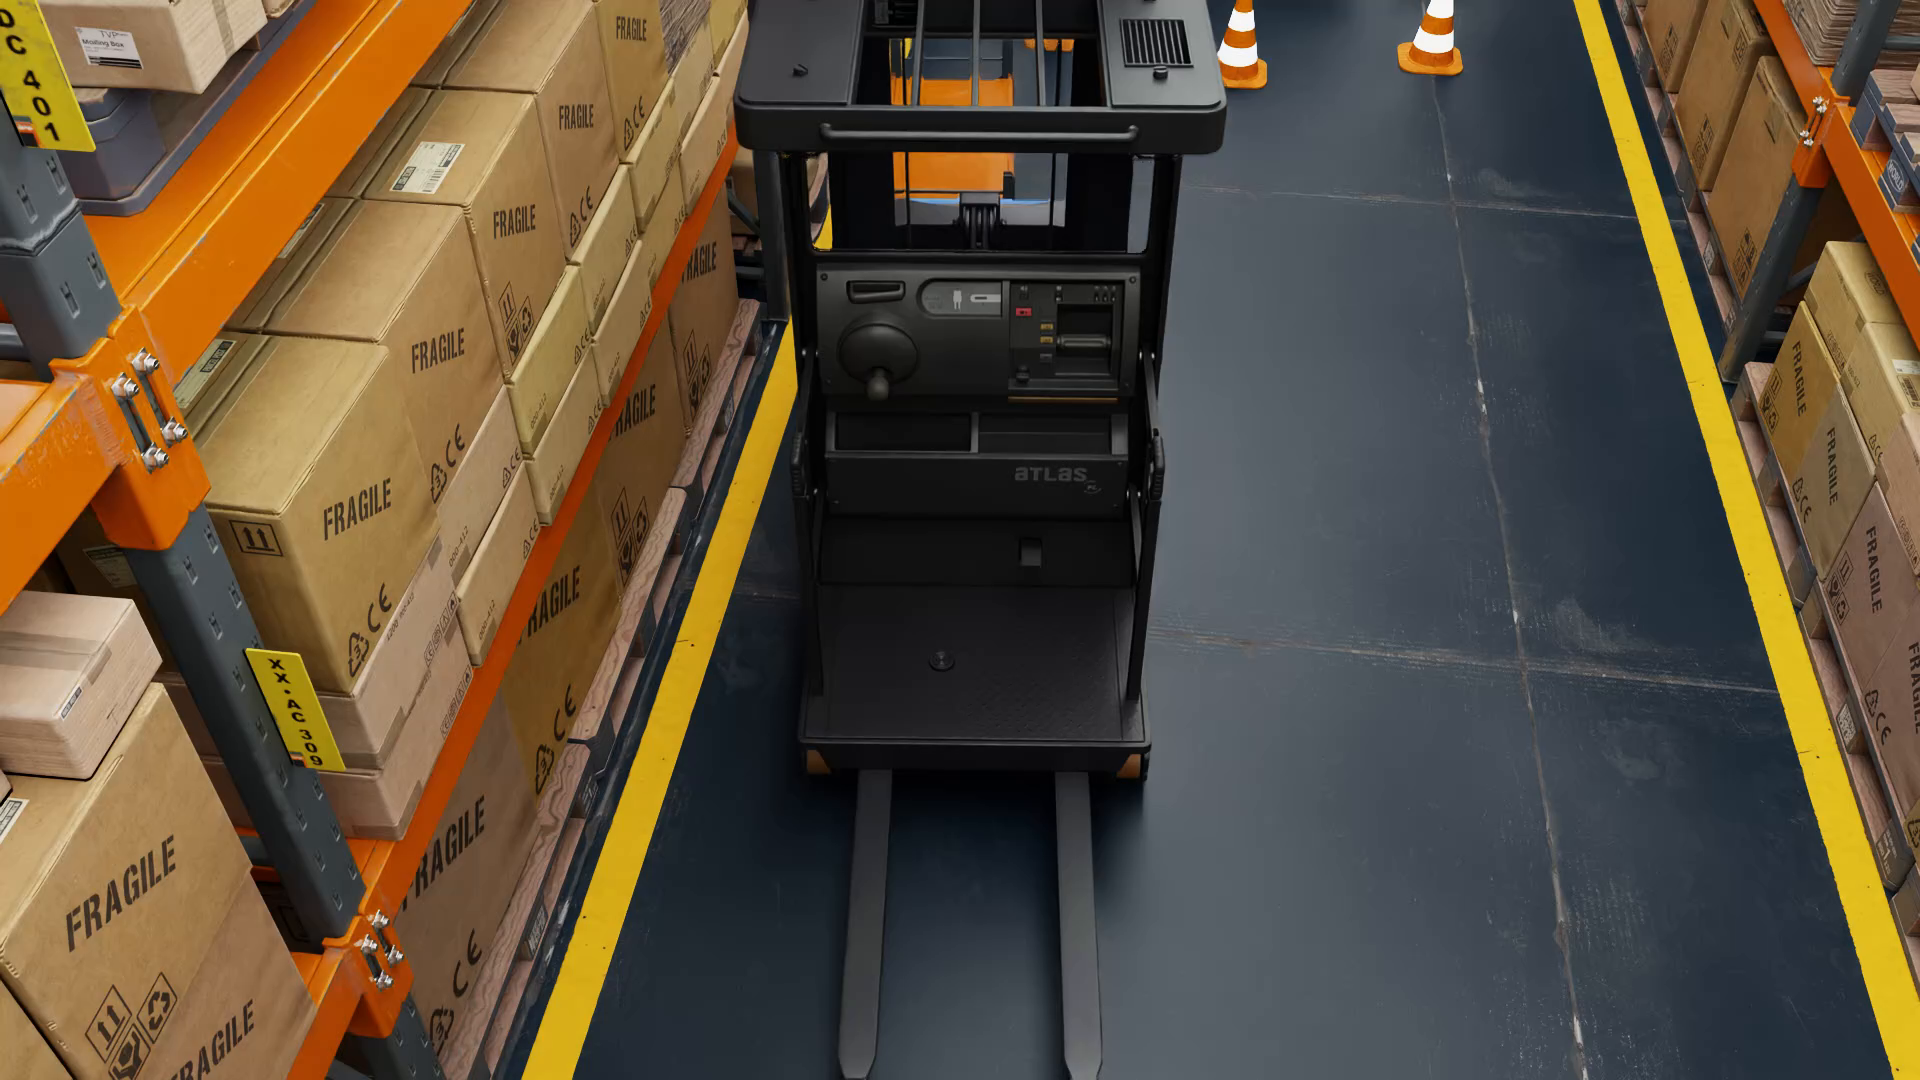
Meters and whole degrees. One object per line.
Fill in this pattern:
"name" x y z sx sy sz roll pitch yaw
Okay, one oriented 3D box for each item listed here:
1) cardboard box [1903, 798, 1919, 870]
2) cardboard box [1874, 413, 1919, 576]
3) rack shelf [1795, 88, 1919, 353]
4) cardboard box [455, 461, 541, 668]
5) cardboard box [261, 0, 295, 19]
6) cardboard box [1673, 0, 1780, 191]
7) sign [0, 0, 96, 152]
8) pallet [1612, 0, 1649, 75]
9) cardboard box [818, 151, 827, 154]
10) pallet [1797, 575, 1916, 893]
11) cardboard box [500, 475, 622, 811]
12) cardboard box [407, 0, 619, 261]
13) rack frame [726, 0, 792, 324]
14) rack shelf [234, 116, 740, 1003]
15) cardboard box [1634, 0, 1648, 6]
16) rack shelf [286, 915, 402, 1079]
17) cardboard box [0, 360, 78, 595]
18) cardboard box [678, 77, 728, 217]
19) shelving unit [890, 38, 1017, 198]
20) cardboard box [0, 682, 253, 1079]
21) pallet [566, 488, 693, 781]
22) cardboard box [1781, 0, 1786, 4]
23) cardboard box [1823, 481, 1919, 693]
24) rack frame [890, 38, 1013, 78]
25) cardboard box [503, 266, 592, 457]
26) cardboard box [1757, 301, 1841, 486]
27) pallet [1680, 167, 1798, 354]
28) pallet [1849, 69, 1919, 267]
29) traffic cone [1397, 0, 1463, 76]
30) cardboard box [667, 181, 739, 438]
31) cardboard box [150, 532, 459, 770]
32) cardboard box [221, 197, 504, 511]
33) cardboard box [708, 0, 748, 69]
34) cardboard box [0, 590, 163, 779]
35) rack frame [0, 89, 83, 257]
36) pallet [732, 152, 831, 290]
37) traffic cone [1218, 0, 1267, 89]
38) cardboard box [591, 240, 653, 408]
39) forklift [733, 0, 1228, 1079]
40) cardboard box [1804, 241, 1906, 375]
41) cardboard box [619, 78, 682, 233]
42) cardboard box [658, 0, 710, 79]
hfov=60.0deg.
"cardboard box" 3.071 0.869 4.664 0.500 0.500 0.500 4 44 5
"cardboard box" 3.207 -0.123 5.166 0.500 0.250 0.500 6 44 6
"rack shelf" 3.419 -0.112 4.709 1.077 0.370 4.000 5 44 6
"cardboard box" -1.378 0.035 4.140 0.500 0.250 0.500 4 44 4
"cardboard box" -1.361 -1.243 2.821 0.500 0.500 0.500 5 44 5
"cardboard box" 3.965 -2.074 7.590 1.050 0.750 0.750 6 44 6
"sign" -1.215 -0.647 2.136 0.100 0.325 0.005 5 44 6
"pallet" 4.185 -2.917 9.177 1.003 0.211 1.213 5 44 6
"cardboard box" -1.062 -2.203 8.001 0.950 0.372 0.625 4 44 5
"pallet" 3.415 0.638 5.422 1.003 0.211 1.213 5 44 6
"cardboard box" -1.651 0.182 5.116 0.875 0.875 0.875 6 44 7
"cardboard box" -1.251 -1.108 4.438 0.500 0.500 0.500 5 44 5
"rack frame" -1.236 -2.117 6.304 1.000 3.000 0.127 5 44 6
"rack shelf" -1.501 -0.493 5.112 1.077 0.370 4.000 5 44 6
"cardboard box" 4.219 -3.366 8.954 1.050 0.750 0.750 5 44 5
"rack shelf" -2.030 2.233 2.233 1.077 0.370 4.000 5 44 6
"cardboard box" -1.955 -0.117 3.392 0.500 0.500 0.500 7 44 7
"cardboard box" -1.098 -1.345 5.597 0.500 0.250 0.500 6 44 6
"shelving unit" -0.042 -1.275 6.778 0.538 1.125 1.048 1 43 1
"cardboard box" -1.554 0.557 2.681 0.500 0.500 0.500 5 44 5
"pallet" -1.579 0.255 5.827 1.003 0.211 1.213 5 44 6
"cardboard box" 3.544 -2.443 6.576 0.500 0.500 0.500 5 44 6
"cardboard box" 3.211 0.172 5.400 0.500 0.500 0.500 4 44 4
"rack frame" -0.034 -1.624 7.147 0.500 1.125 0.032 1 43 1
"cardboard box" -1.293 -0.491 4.333 0.500 0.250 0.500 6 44 6
"cardboard box" 3.337 -0.522 6.132 0.500 0.500 0.500 4 44 4
"pallet" 3.862 -1.254 7.420 1.003 0.211 1.213 5 44 6
"pallet" 3.695 -1.171 5.444 1.213 0.211 1.003 5 44 6
"traffic cone" 2.538 -2.764 8.833 0.336 0.463 0.334 5 44 6
"cardboard box" -1.410 -1.035 6.401 0.875 0.875 0.875 5 44 5
"cardboard box" -1.428 0.208 3.594 0.500 0.250 0.500 4 44 4
"cardboard box" -1.382 -0.413 3.705 0.500 0.500 0.500 5 44 5
"cardboard box" -1.049 -1.891 5.811 0.500 0.250 0.500 5 44 5
"cardboard box" -1.490 0.213 2.572 0.380 0.149 0.250 4 44 5
"rack frame" -1.765 -1.569 1.362 1.000 3.000 0.127 5 44 6
"pallet" -1.132 -1.637 7.825 1.003 0.211 1.213 5 44 6
"traffic cone" 1.469 -2.661 8.724 0.336 0.463 0.334 5 44 6
"cardboard box" -1.220 -0.653 4.867 0.500 0.250 0.500 5 44 5
"forklift" 0.050 -0.509 4.655 1.130 2.935 3.031 1 43 1
"cardboard box" 3.352 -0.805 5.886 0.500 0.250 0.500 3 44 4
"cardboard box" -1.160 -1.190 5.071 0.500 0.250 0.500 4 44 4
"cardboard box" -1.105 -1.790 5.159 0.500 0.500 0.500 6 44 6
